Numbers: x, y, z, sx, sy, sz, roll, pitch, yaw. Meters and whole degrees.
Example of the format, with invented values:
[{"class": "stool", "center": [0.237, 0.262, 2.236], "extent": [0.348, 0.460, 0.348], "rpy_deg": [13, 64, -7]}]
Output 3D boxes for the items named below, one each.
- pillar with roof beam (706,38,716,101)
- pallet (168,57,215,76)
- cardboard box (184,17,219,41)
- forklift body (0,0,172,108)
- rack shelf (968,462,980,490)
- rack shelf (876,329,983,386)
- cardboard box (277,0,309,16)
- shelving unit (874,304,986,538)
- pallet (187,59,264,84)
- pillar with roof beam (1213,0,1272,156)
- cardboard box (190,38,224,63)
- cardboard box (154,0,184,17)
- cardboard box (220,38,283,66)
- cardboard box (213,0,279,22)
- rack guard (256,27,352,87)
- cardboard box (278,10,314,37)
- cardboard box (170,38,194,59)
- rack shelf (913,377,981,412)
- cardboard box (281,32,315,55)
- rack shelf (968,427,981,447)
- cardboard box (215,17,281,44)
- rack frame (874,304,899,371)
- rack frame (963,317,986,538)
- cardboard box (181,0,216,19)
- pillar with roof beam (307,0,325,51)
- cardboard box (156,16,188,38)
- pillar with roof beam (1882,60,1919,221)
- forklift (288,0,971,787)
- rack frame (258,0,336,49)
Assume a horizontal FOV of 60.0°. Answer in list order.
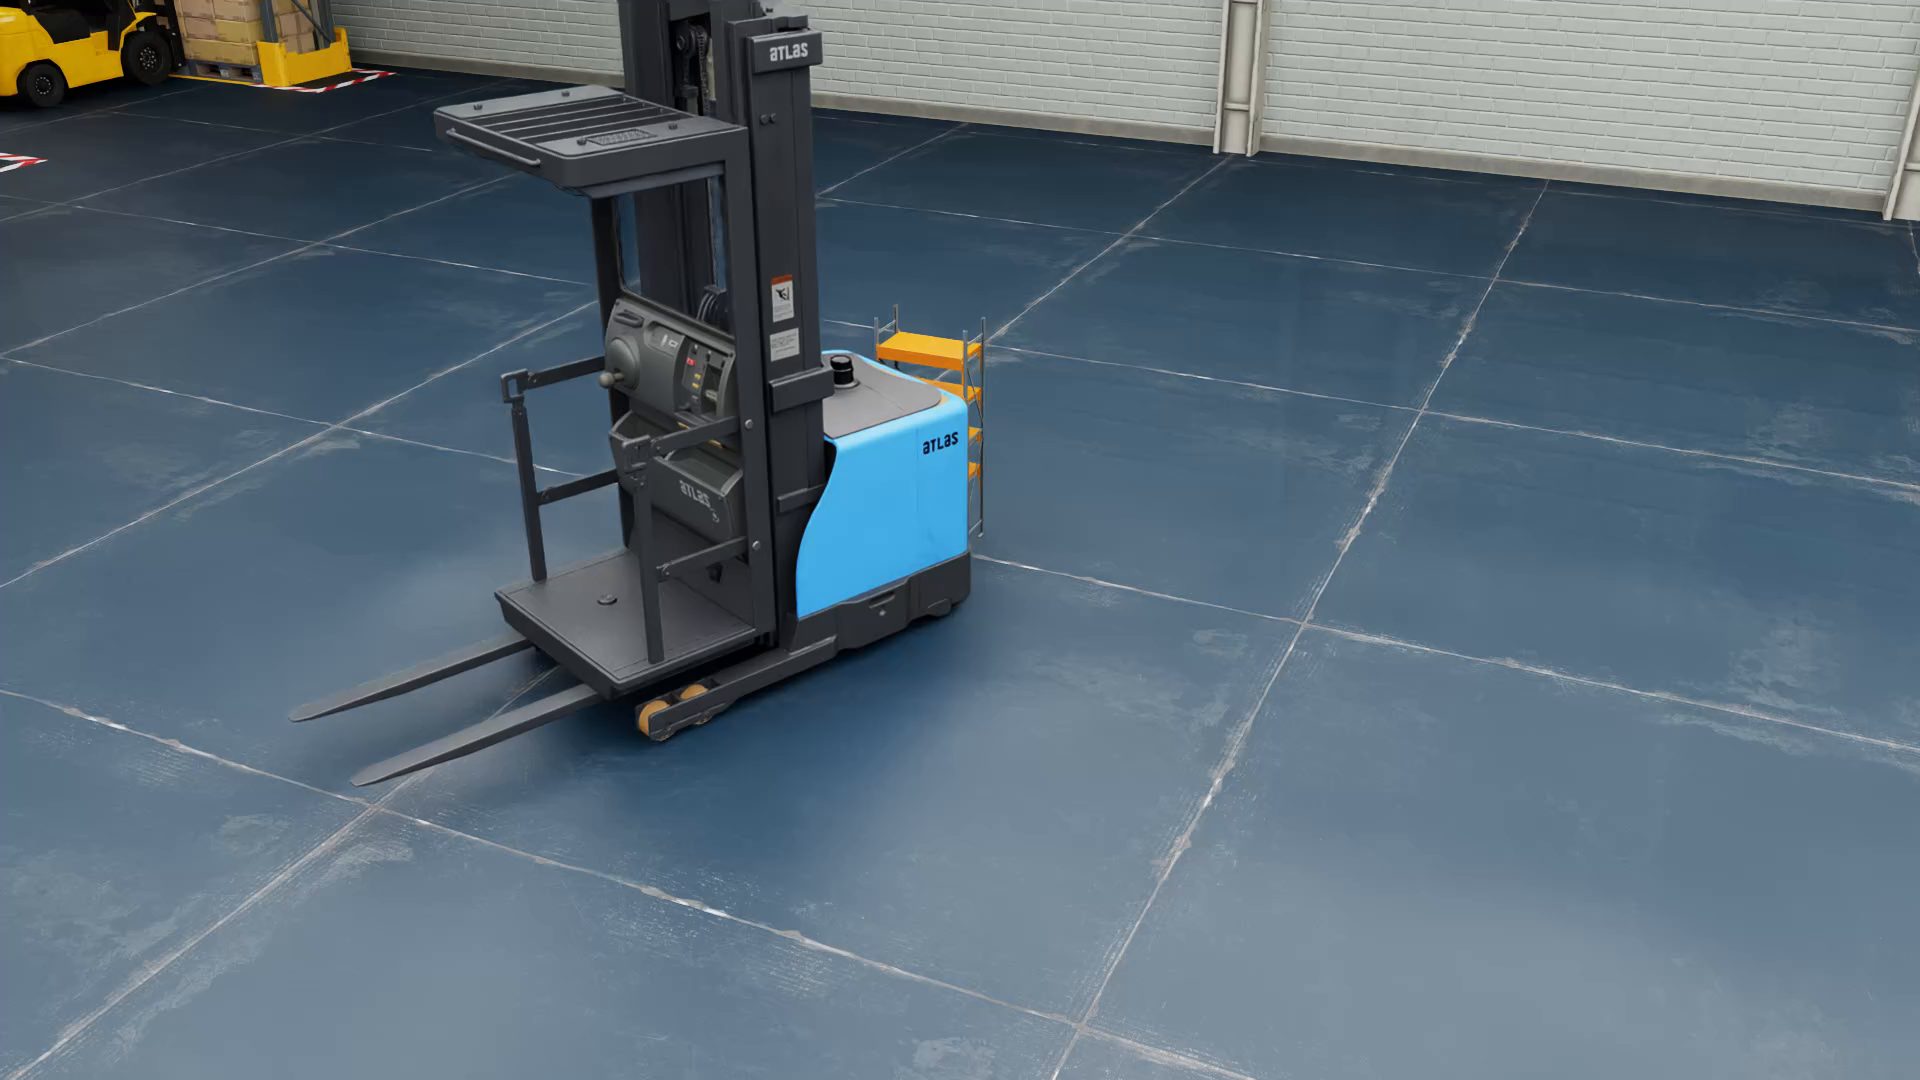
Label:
[{"class": "pillar with roof beam", "center": [-4.476, -7.297, 13.384], "extent": [0.400, 9.000, 9.100], "rpy_deg": [11, 28, 22]}, {"class": "pallet", "center": [-9.715, -6.040, 20.778], "extent": [1.213, 0.211, 1.003], "rpy_deg": [11, 28, 22]}, {"class": "cardboard box", "center": [-8.920, -6.182, 19.983], "extent": [0.500, 0.250, 0.500], "rpy_deg": [11, 28, 21]}, {"class": "forklift body", "center": [-10.377, -6.176, 18.860], "extent": [1.214, 2.155, 2.313], "rpy_deg": [11, 28, 22]}, {"class": "rack shelf", "center": [-0.151, -0.330, 8.664], "extent": [0.480, 0.148, 0.258], "rpy_deg": [11, 28, 22]}, {"class": "rack shelf", "center": [-0.151, -0.921, 8.373], "extent": [0.480, 0.148, 0.258], "rpy_deg": [11, 28, 22]}, {"class": "cardboard box", "center": [-8.254, -6.511, 20.085], "extent": [0.500, 0.250, 0.500], "rpy_deg": [11, 28, 21]}, {"class": "shelving unit", "center": [-0.151, -0.569, 8.546], "extent": [0.503, 1.200, 0.258], "rpy_deg": [11, 28, 22]}, {"class": "pallet", "center": [-8.609, -5.816, 20.324], "extent": [1.213, 0.211, 1.003], "rpy_deg": [11, 28, 22]}, {"class": "pillar with roof beam", "center": [0.986, -6.200, 11.155], "extent": [0.400, 9.000, 9.100], "rpy_deg": [11, 28, 22]}, {"class": "cardboard box", "center": [-8.902, -5.952, 20.082], "extent": [0.500, 0.250, 0.500], "rpy_deg": [11, 28, 22]}, {"class": "cardboard box", "center": [-9.374, -6.485, 20.032], "extent": [0.500, 0.250, 0.500], "rpy_deg": [12, 29, 22]}, {"class": "cardboard box", "center": [-8.454, -5.858, 19.889], "extent": [0.500, 0.250, 0.500], "rpy_deg": [12, 28, 22]}, {"class": "cardboard box", "center": [-8.443, -6.306, 19.668], "extent": [0.500, 0.250, 0.500], "rpy_deg": [12, 29, 24]}, {"class": "rack guard", "center": [-7.873, -5.818, 20.001], "extent": [0.348, 0.500, 1.175], "rpy_deg": [11, 28, 22]}, {"class": "cardboard box", "center": [-8.237, -6.293, 20.206], "extent": [0.500, 0.250, 0.500], "rpy_deg": [12, 29, 23]}, {"class": "cardboard box", "center": [-9.354, -6.047, 20.275], "extent": [0.500, 0.250, 0.500], "rpy_deg": [12, 29, 22]}, {"class": "rack shelf", "center": [-0.151, -0.709, 8.477], "extent": [0.480, 0.148, 0.258], "rpy_deg": [11, 28, 22]}, {"class": "cardboard box", "center": [-8.261, -6.067, 20.315], "extent": [0.500, 0.250, 0.500], "rpy_deg": [11, 28, 22]}, {"class": "rack shelf", "center": [-0.151, -0.508, 8.576], "extent": [0.480, 0.148, 0.258], "rpy_deg": [11, 28, 22]}, {"class": "cardboard box", "center": [-8.468, -6.086, 19.788], "extent": [0.500, 0.250, 0.500], "rpy_deg": [11, 28, 21]}, {"class": "rack frame", "center": [-0.373, -0.613, 8.637], "extent": [0.015, 1.200, 0.240], "rpy_deg": [11, 28, 22]}, {"class": "rack frame", "center": [0.071, -0.524, 8.456], "extent": [0.015, 1.200, 0.240], "rpy_deg": [11, 28, 22]}, {"class": "cardboard box", "center": [-8.911, -6.397, 19.853], "extent": [0.500, 0.250, 0.500], "rpy_deg": [12, 29, 23]}, {"class": "pillar with roof beam", "center": [-9.938, -8.394, 15.612], "extent": [0.400, 9.000, 9.100], "rpy_deg": [11, 28, 22]}, {"class": "cardboard box", "center": [-9.398, -6.268, 20.157], "extent": [0.500, 0.250, 0.500], "rpy_deg": [11, 28, 21]}, {"class": "pillar with roof beam", "center": [6.448, -5.103, 8.927], "extent": [0.400, 9.000, 9.100], "rpy_deg": [11, 28, 22]}, {"class": "forklift", "center": [-1.389, -0.728, 6.910], "extent": [3.031, 2.935, 1.130], "rpy_deg": [-21, 33, -36]}, {"class": "rack frame", "center": [-7.895, -6.944, 19.458], "extent": [0.127, 3.000, 1.000], "rpy_deg": [11, 28, 22]}]
